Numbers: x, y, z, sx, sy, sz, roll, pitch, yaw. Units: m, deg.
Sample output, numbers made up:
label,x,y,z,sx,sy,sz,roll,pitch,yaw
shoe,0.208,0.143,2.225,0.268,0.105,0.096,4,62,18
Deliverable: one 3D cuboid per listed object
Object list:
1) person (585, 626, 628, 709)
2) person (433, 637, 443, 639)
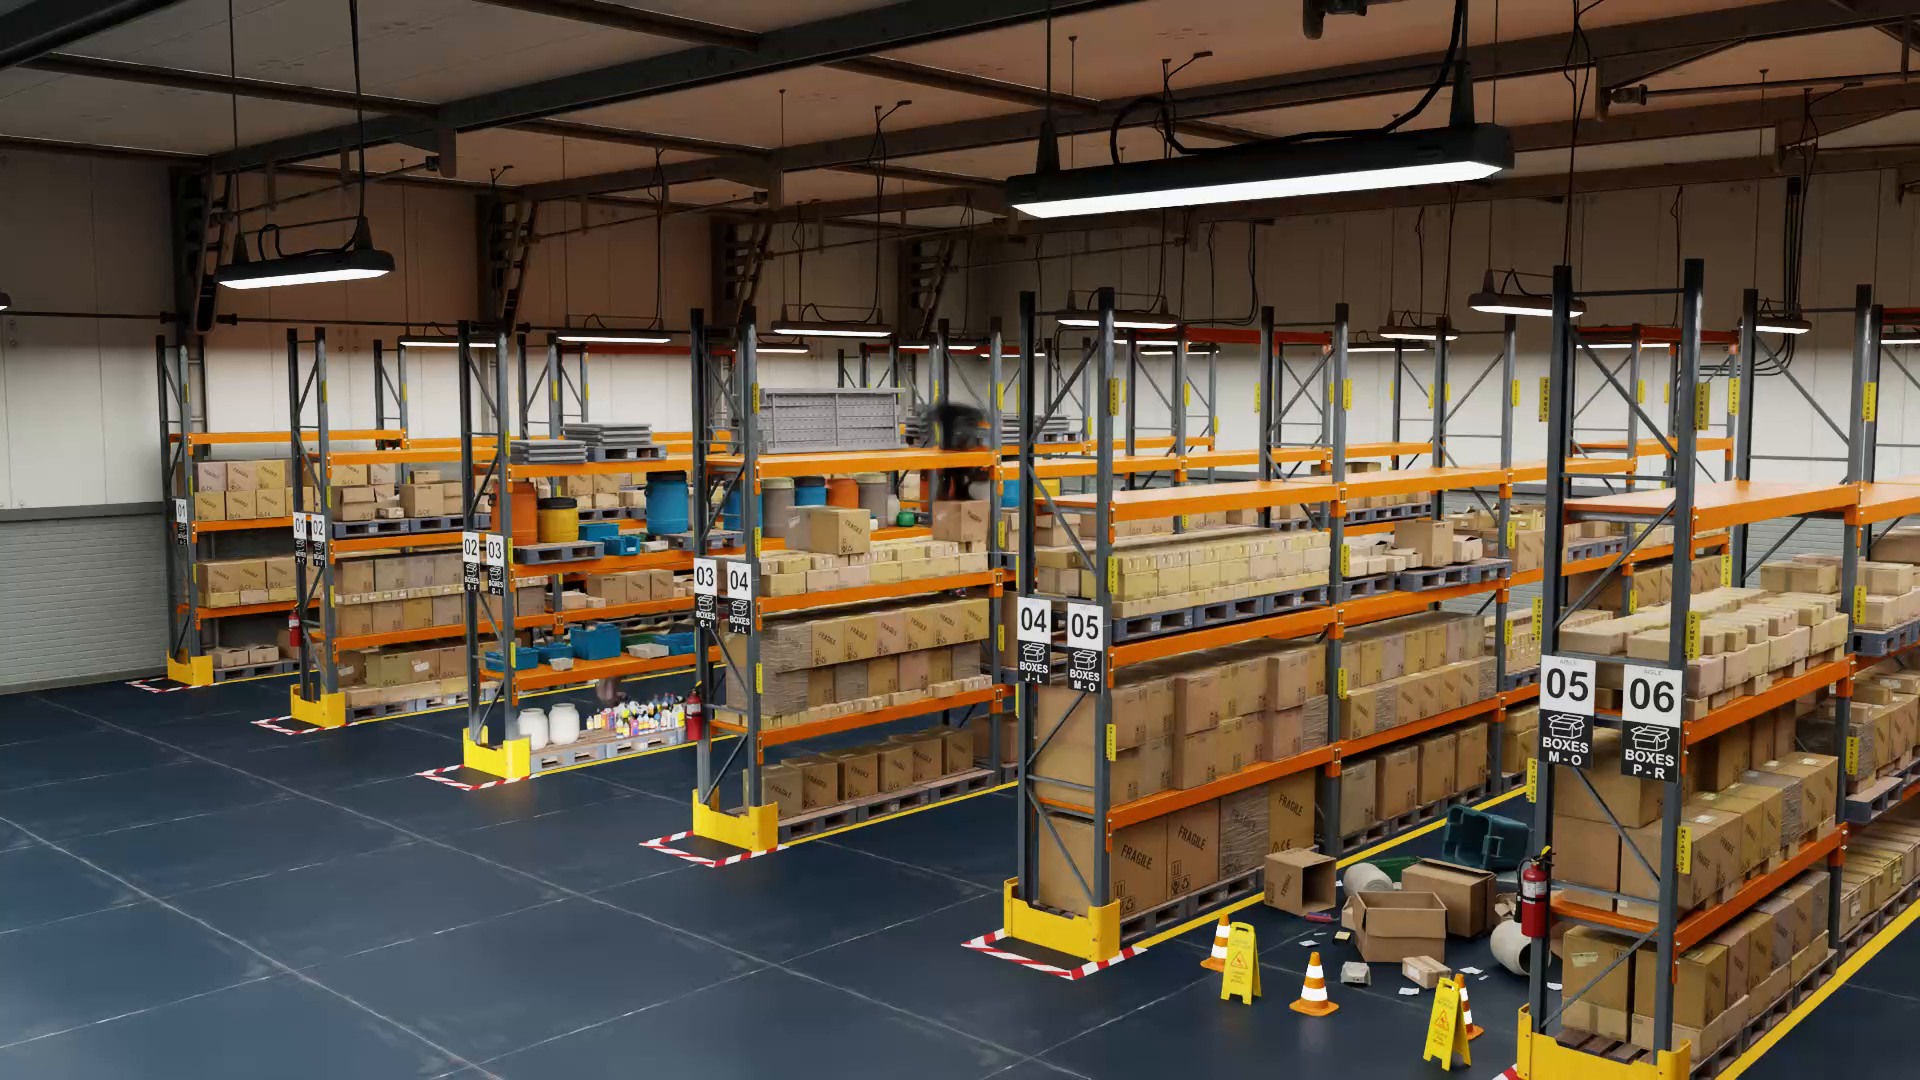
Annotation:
label,x,y,z,sx,sy,sz,roll,pitch,yaw
person,-5.405,2.034,25.340,0.682,1.537,0.830,4,7,37
person,-9.356,1.495,29.785,0.653,1.812,0.833,4,6,33
